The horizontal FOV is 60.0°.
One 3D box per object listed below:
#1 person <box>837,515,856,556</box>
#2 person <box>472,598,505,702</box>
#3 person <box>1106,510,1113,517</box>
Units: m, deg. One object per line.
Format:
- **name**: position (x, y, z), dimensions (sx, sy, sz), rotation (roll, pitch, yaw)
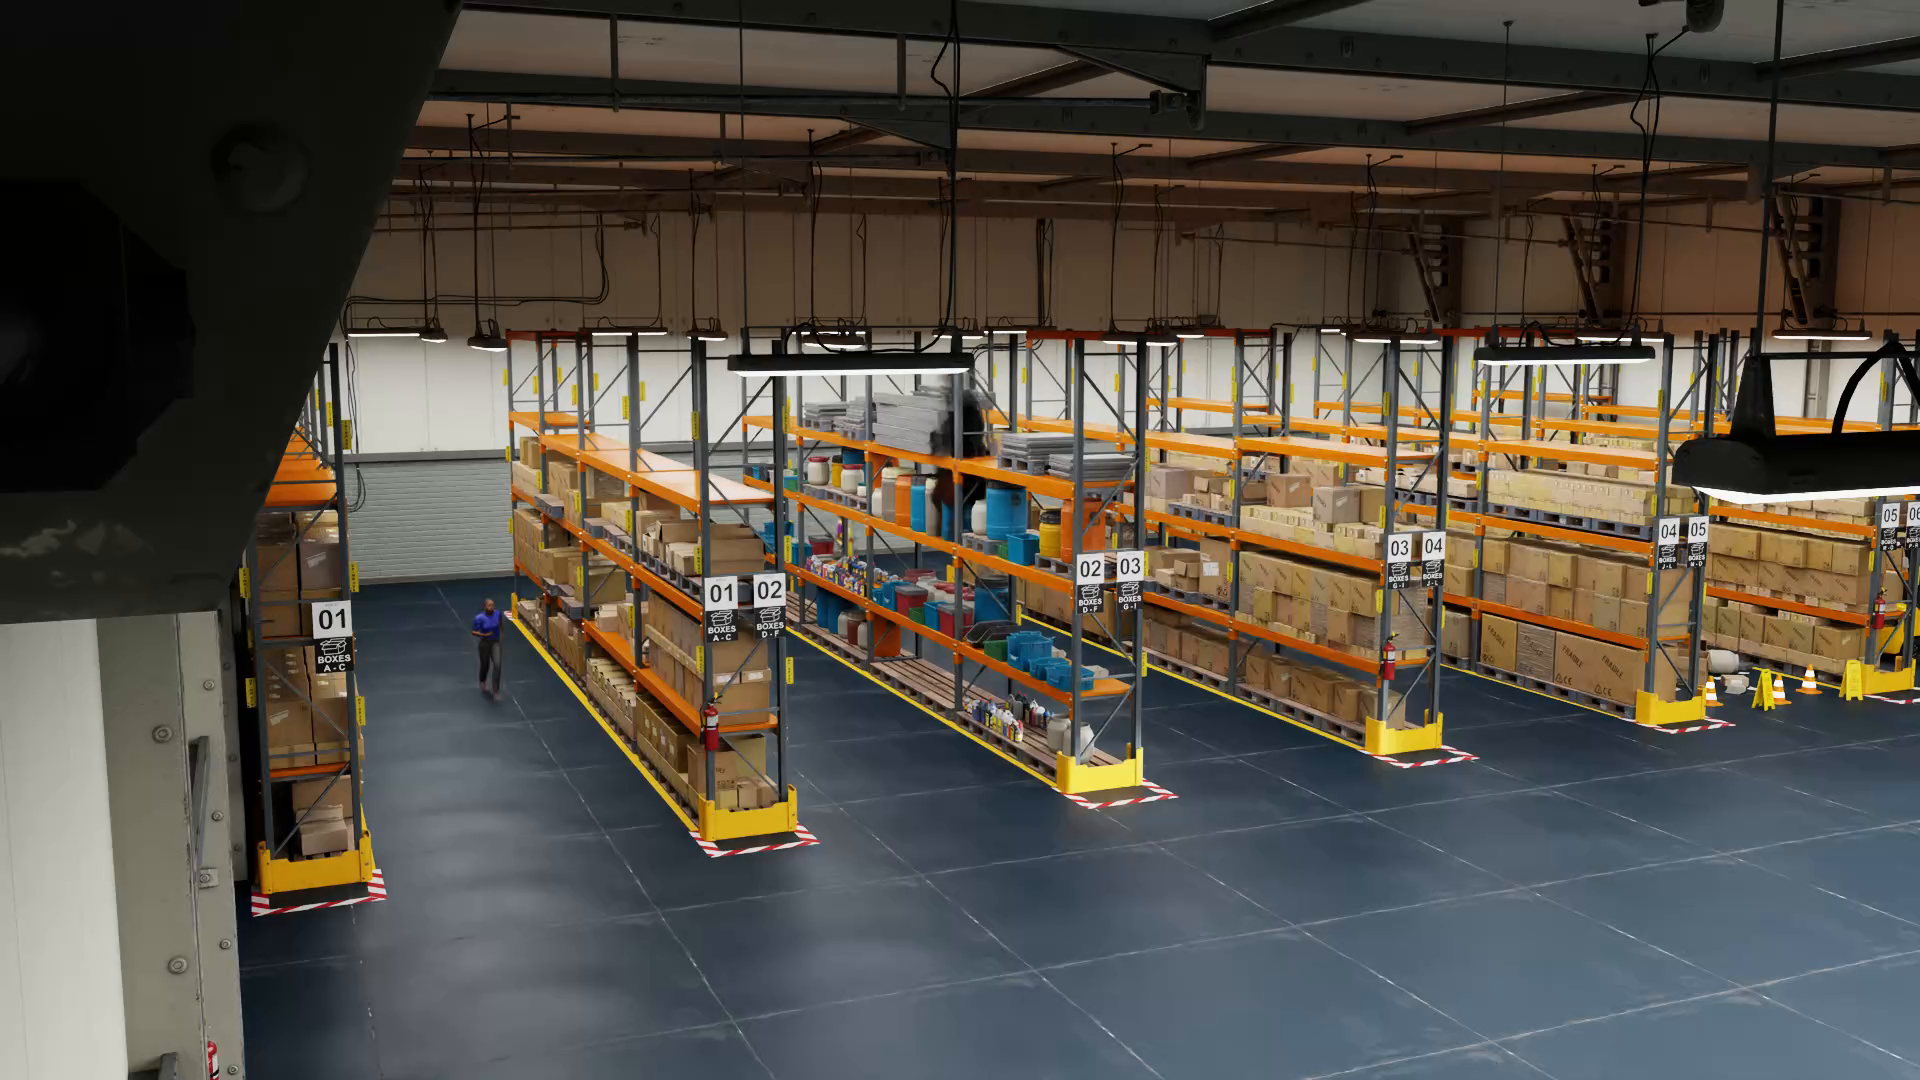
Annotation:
- **person**: position (-2.769, 0.109, 39.507), dimensions (0.608, 1.717, 0.697), rotation (0, 8, -1)
- **person**: position (-7.807, 1.784, 27.549), dimensions (0.600, 1.693, 0.918), rotation (-5, 9, -33)
- **person**: position (3.537, 0.095, 40.001), dimensions (0.629, 1.719, 0.779), rotation (0, 8, 3)
